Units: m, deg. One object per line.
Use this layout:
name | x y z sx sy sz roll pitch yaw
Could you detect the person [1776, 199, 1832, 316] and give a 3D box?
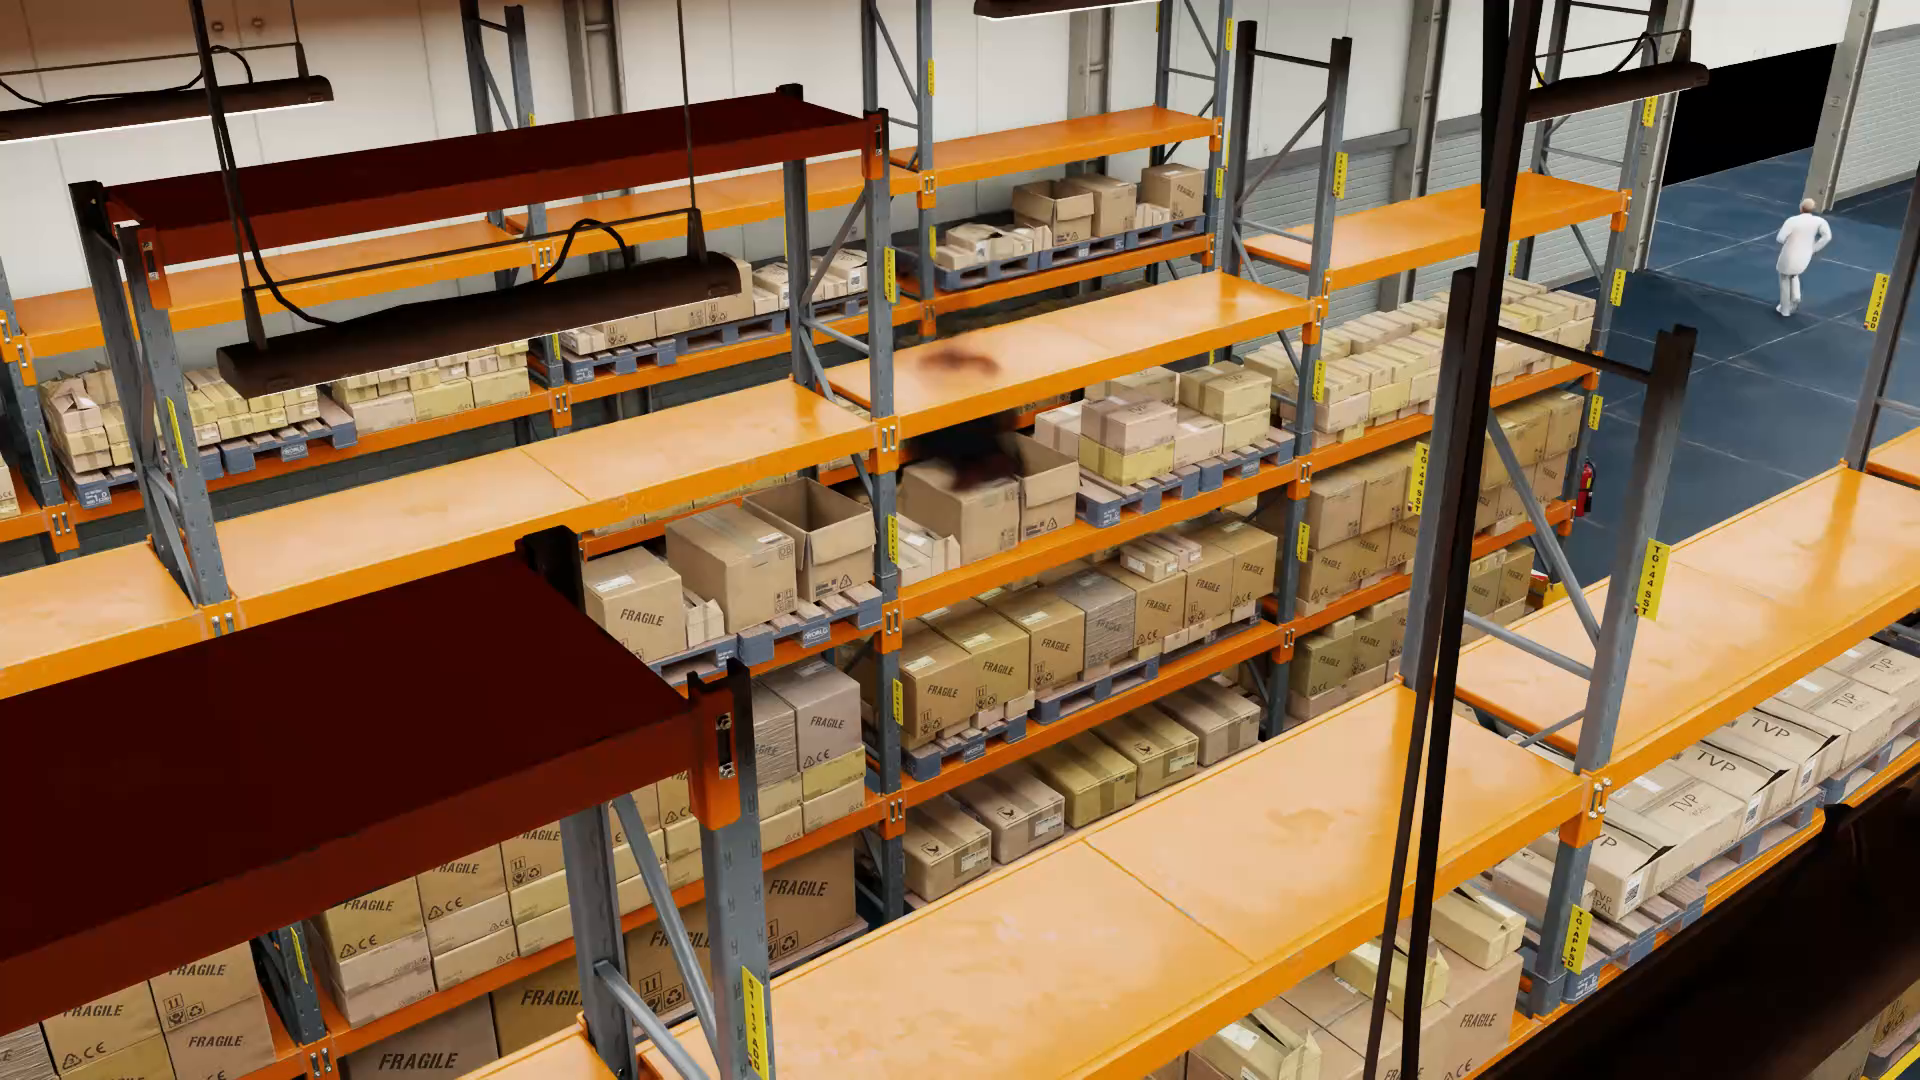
person | 12.473 -4.257 24.822 0.718 1.736 0.620 2 26 5
